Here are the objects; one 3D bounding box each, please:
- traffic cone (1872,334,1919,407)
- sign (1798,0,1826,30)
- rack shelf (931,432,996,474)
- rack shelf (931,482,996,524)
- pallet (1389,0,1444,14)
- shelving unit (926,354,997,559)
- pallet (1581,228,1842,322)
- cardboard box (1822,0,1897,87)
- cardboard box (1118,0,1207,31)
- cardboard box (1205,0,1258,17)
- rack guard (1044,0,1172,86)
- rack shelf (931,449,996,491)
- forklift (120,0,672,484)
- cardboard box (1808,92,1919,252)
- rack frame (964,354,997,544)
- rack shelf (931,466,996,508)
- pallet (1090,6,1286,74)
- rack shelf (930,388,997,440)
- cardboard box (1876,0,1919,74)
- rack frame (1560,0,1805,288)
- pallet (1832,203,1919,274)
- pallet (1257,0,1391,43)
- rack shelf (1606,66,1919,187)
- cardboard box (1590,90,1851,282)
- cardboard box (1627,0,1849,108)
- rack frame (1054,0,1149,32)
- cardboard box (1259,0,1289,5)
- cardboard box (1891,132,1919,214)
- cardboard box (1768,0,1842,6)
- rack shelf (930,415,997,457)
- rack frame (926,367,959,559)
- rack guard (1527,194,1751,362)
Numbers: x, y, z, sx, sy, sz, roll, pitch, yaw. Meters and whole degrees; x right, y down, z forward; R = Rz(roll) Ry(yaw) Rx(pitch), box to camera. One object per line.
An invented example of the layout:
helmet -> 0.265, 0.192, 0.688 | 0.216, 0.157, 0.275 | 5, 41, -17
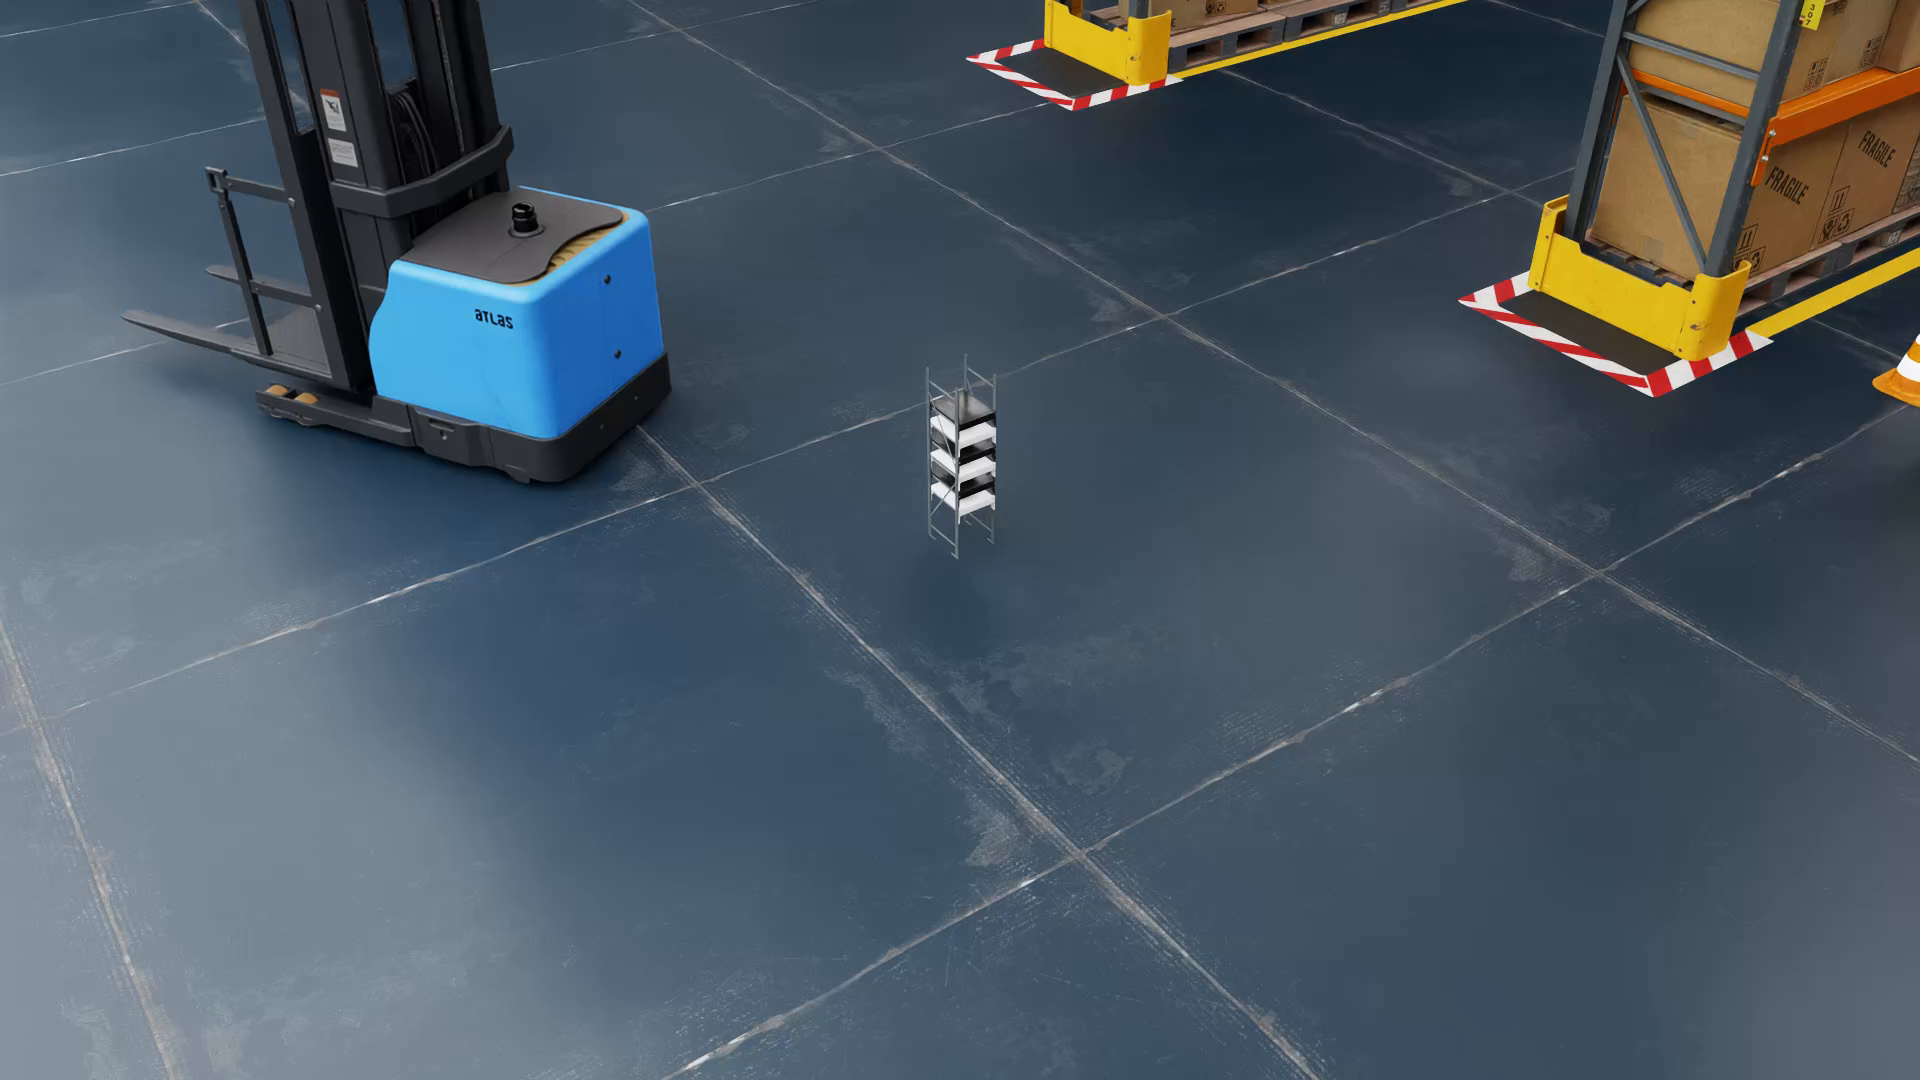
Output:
traffic cone -> 5.085, -0.996, 8.739 | 0.334, 0.463, 0.336 | -22, 41, -28
sign -> 4.147, -2.642, 8.045 | 0.005, 0.325, 0.100 | -22, 41, -28
rack shelf -> 0.007, -0.414, 7.458 | 0.200, 0.077, 0.258 | -22, 41, -28
rack shelf -> 0.007, -0.195, 7.616 | 0.200, 0.077, 0.258 | -22, 41, -28
pallet -> 3.799, -4.897, 14.378 | 1.213, 0.211, 1.003 | -22, 41, -28
shelving unit -> 0.007, -0.368, 7.491 | 0.210, 0.900, 0.258 | -22, 41, -28
pallet -> 4.441, -1.699, 9.932 | 1.213, 0.211, 1.003 | -22, 41, -28
cardboard box -> 4.547, -2.928, 9.123 | 0.550, 0.550, 0.875 | -22, 41, -28
cardboard box -> 1.578, -4.284, 12.919 | 0.500, 0.500, 0.500 | -15, 38, -20
cardboard box -> 2.047, -4.501, 13.221 | 0.500, 0.500, 0.500 | -12, 37, -16
rack guard -> 1.120, -3.937, 12.796 | 0.348, 0.500, 1.175 | -22, 41, -28
rack shelf -> 0.007, -0.341, 7.511 | 0.200, 0.077, 0.258 | -22, 41, -28
forklift -> -3.071, -2.038, 8.073 | 3.031, 2.935, 1.130 | 15, 38, 20
cardboard box -> 5.067, -2.390, 9.963 | 0.875, 0.875, 0.875 | -23, 42, -29
rack frame -> 0.090, -0.402, 7.539 | 0.006, 0.900, 0.240 | -22, 41, -28
rack shelf -> 0.007, -0.268, 7.563 | 0.200, 0.077, 0.258 | -22, 41, -28
pallet -> 1.805, -4.076, 13.237 | 1.213, 0.211, 1.003 | -22, 41, -28
rack shelf -> 0.007, -0.560, 7.353 | 0.200, 0.077, 0.258 | -22, 41, -28
cardboard box -> 5.077, -3.056, 9.302 | 0.550, 0.550, 0.875 | -22, 41, -28
rack frame -> 3.833, -2.525, 8.692 | 0.127, 3.000, 1.000 | -22, 41, -28
pallet -> 5.438, -2.107, 10.499 | 1.213, 0.211, 1.003 | -22, 41, -28
pallet -> 2.801, -4.484, 13.804 | 1.213, 0.211, 1.003 | -22, 41, -28
rack shelf -> 5.467, -2.906, 9.837 | 4.000, 0.370, 1.077 | -22, 41, -28
cardboard box -> 4.349, -2.093, 9.551 | 0.875, 0.875, 0.875 | -22, 41, -28
cardboard box -> 4.110, -2.732, 8.852 | 0.550, 0.550, 0.875 | -22, 41, -28
rack frame -> 1.058, -4.926, 12.031 | 0.127, 3.000, 1.000 | -22, 41, -28
cardboard box -> 2.570, -4.703, 13.501 | 0.500, 0.500, 0.500 | -18, 40, -24
cardboard box -> 5.813, -2.695, 10.389 | 0.875, 0.875, 0.875 | -22, 41, -28
cardboard box -> 4.158, -3.131, 8.481 | 0.550, 0.550, 0.875 | -22, 41, -28
rack shelf -> 0.007, -0.487, 7.405 | 0.200, 0.077, 0.258 | -22, 41, -28
rack frame -> -0.076, -0.334, 7.443 | 0.006, 0.900, 0.240 | -22, 41, -28
rack guard -> 3.813, -1.502, 9.410 | 0.348, 0.500, 1.175 | -22, 41, -28
